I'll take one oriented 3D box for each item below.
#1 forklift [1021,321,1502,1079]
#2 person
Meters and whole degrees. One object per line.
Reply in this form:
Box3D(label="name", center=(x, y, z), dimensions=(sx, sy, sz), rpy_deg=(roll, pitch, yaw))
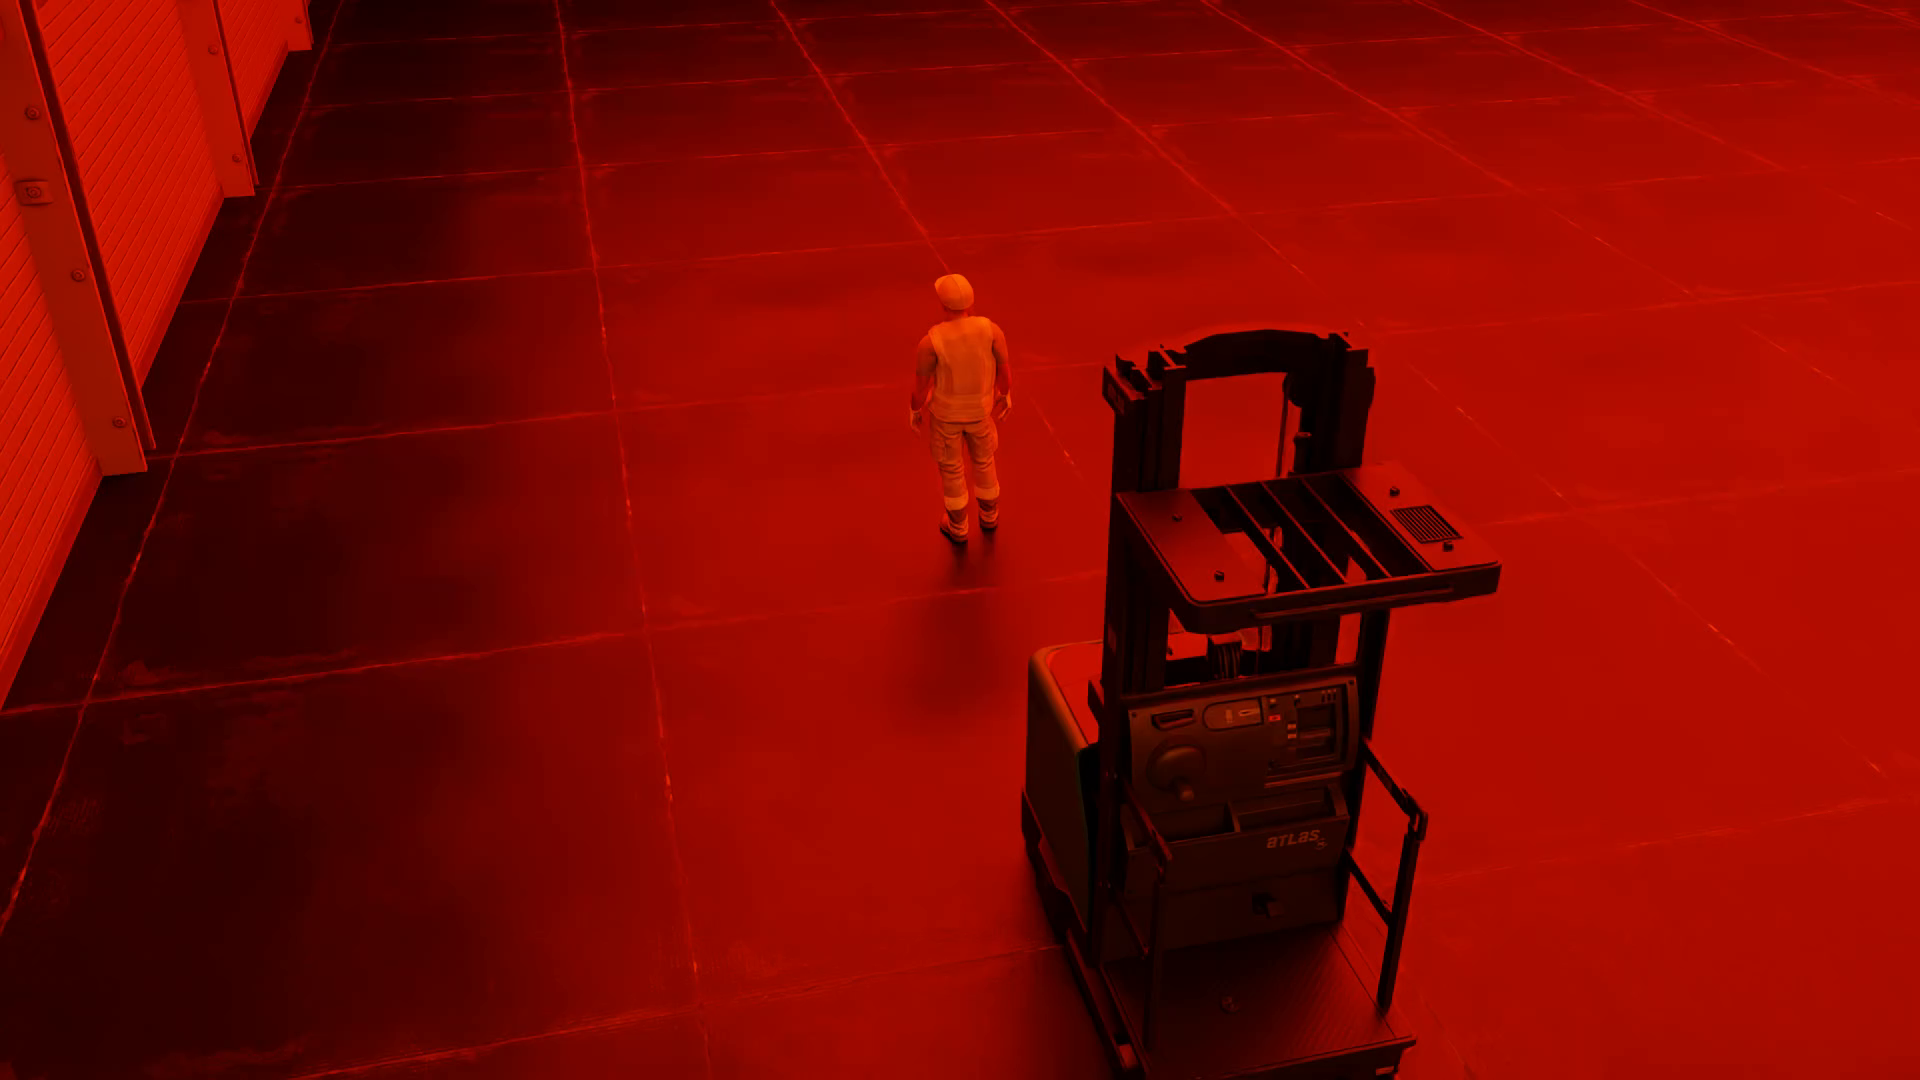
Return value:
Box3D(label="forklift", center=(1.141, 0.808, 6.178), dimensions=(1.130, 2.935, 3.031), rpy_deg=(-7, 31, -12))
Box3D(label="person", center=(-0.007, -0.821, 10.118), dimensions=(0.637, 1.787, 0.564), rpy_deg=(-7, 31, -12))
